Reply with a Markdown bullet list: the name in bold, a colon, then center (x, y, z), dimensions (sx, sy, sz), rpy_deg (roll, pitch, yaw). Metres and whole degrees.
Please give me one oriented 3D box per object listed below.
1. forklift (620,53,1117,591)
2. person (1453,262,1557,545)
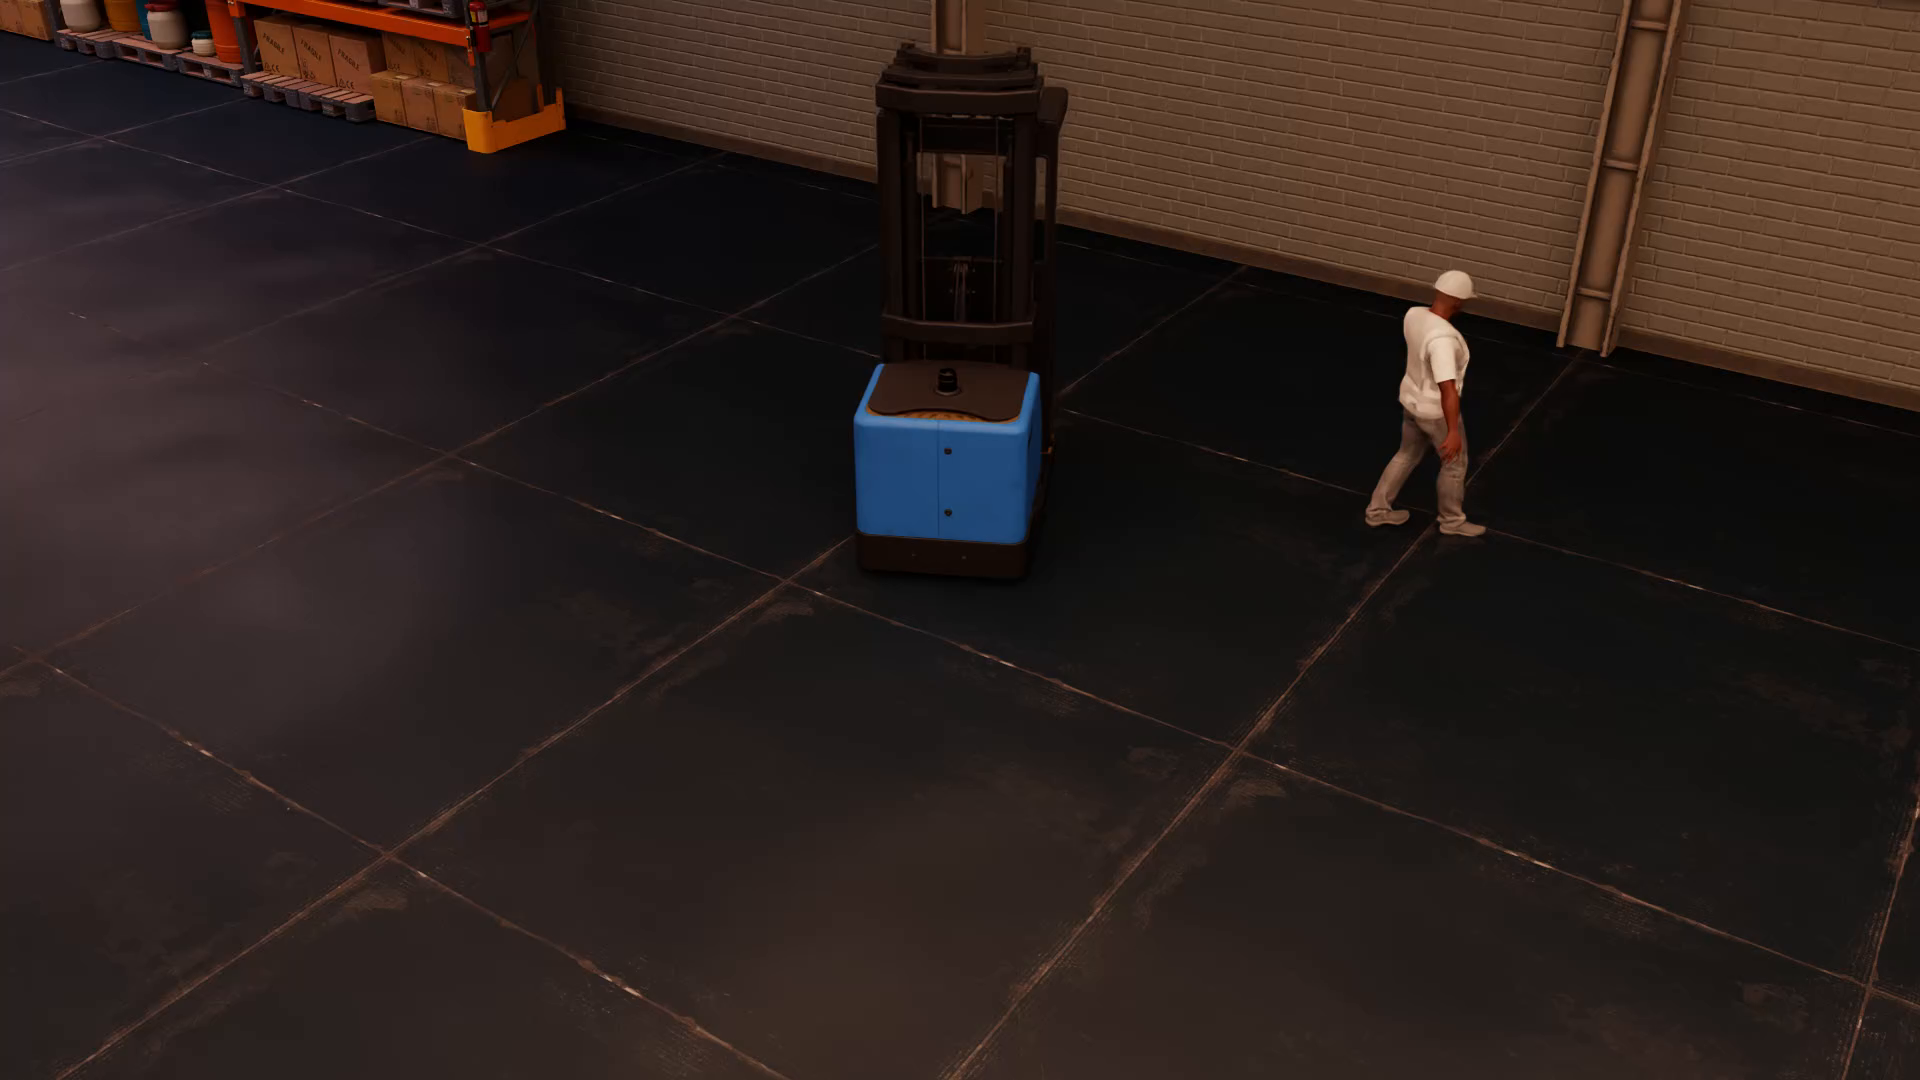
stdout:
- **forklift**: center (-0.596, -1.330, 9.871), dimensions (3.031, 2.935, 1.130), rpy_deg (6, 31, 10)
- **person**: center (3.325, -0.865, 10.242), dimensions (0.461, 1.759, 0.633), rpy_deg (-3, 30, -5)
